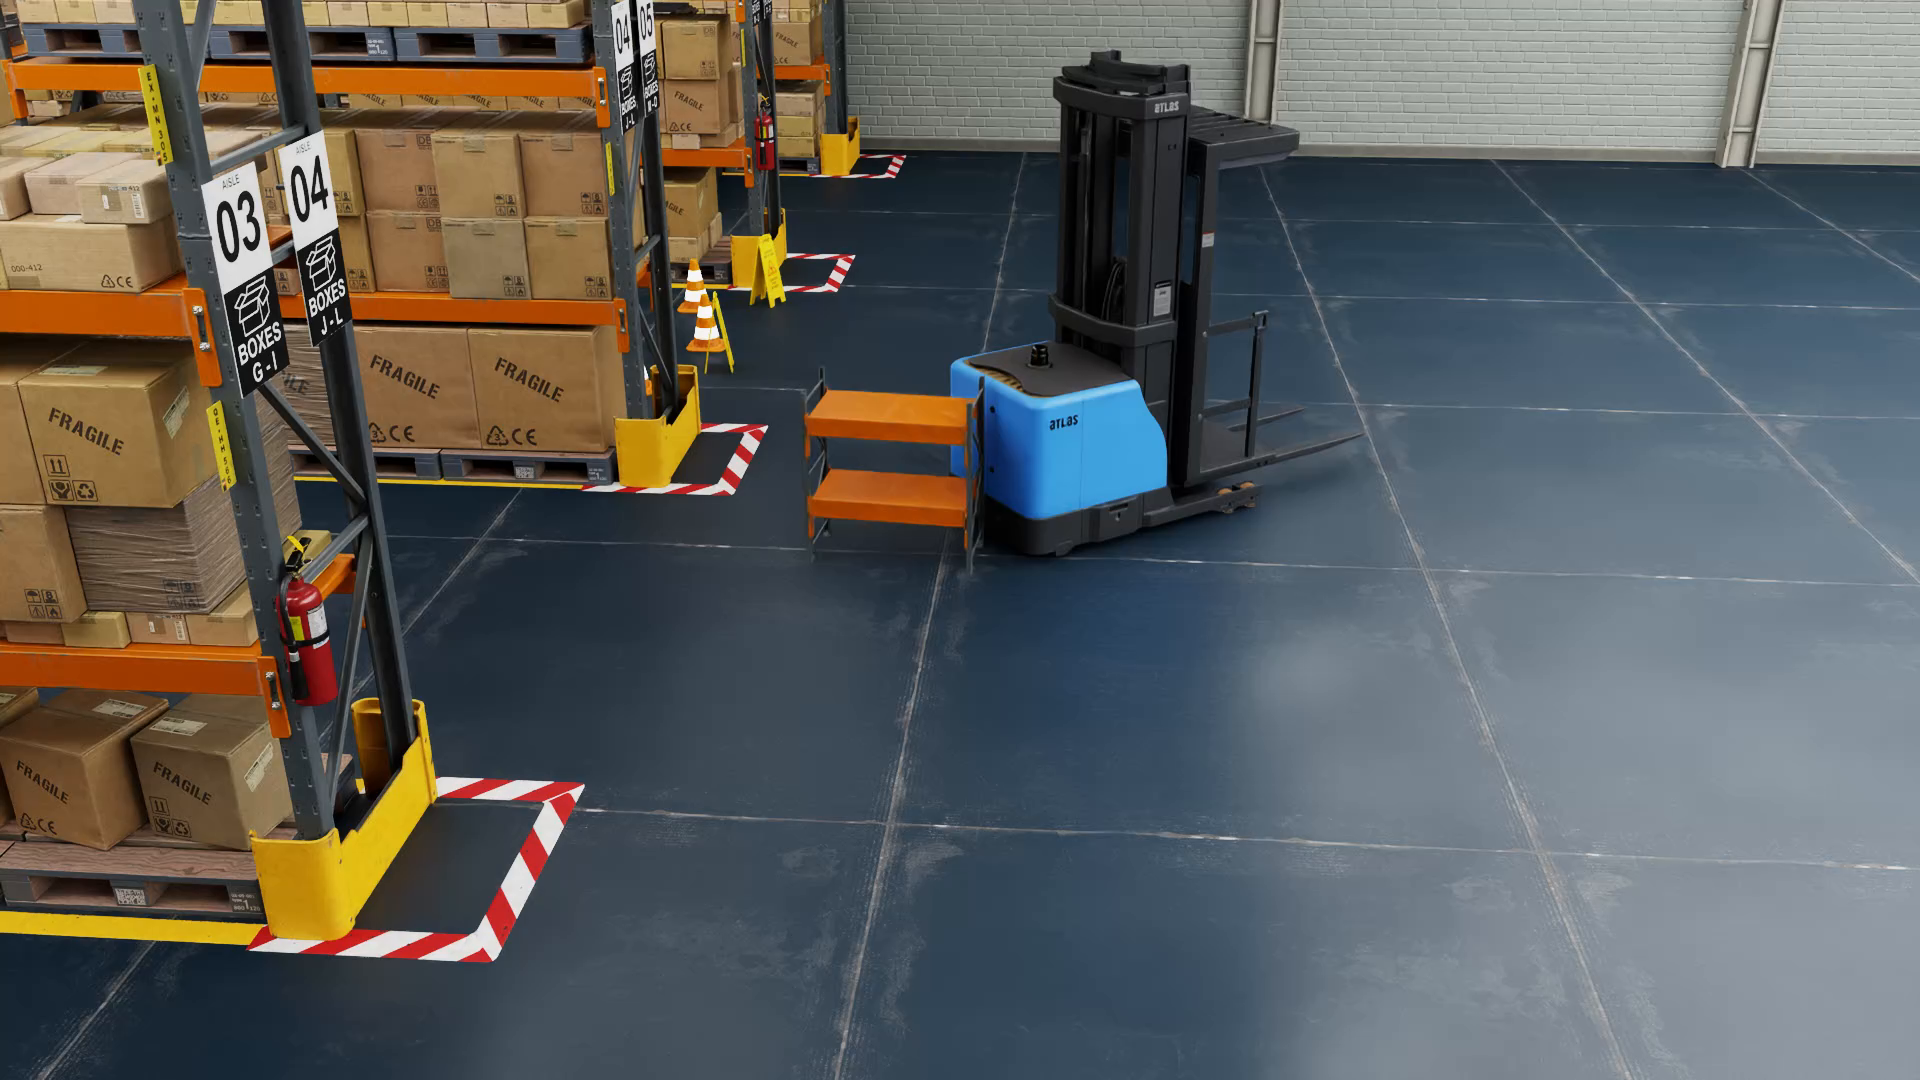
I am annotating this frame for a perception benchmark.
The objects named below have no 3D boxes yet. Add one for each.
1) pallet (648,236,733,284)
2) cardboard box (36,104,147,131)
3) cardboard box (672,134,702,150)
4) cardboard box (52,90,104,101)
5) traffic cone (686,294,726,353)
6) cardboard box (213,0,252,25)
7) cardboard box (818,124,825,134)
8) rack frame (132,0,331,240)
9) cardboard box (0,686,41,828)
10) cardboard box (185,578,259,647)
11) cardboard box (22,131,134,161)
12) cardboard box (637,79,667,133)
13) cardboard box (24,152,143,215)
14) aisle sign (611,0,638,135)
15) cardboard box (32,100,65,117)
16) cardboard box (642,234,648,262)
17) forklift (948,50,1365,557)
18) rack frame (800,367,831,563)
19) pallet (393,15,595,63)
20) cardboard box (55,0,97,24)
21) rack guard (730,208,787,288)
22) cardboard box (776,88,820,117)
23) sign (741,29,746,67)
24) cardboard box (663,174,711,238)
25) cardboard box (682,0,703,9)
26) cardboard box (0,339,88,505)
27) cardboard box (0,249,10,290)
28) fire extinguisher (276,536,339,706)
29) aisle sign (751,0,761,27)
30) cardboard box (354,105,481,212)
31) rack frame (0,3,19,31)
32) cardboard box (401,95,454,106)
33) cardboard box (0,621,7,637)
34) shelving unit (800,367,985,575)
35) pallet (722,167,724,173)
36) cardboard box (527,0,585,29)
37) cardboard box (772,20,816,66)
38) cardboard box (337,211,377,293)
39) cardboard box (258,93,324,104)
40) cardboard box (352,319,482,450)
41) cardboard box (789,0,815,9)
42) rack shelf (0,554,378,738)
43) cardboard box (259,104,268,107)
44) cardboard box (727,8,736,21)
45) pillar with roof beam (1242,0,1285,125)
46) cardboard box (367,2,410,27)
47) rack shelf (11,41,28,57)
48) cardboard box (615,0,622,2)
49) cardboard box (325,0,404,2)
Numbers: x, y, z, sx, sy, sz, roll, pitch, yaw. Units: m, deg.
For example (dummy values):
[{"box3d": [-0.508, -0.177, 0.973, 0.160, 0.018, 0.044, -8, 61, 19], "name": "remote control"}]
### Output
[{"box3d": [-2.792, -2.813, 16.612, 1.213, 0.211, 1.003, 2, 25, 4], "name": "pallet"}, {"box3d": [-5.810, -2.631, 11.409, 0.550, 0.550, 0.875, 2, 25, 4], "name": "cardboard box"}, {"box3d": [-2.559, -3.808, 15.737, 0.250, 0.149, 0.380, 2, 25, 3], "name": "cardboard box"}, {"box3d": [-8.404, -4.525, 16.019, 0.500, 0.500, 0.500, 2, 25, 5], "name": "cardboard box"}, {"box3d": [-2.182, -1.887, 14.298, 0.334, 0.463, 0.336, 2, 25, 4], "name": "traffic cone"}, {"box3d": [-4.568, -3.390, 10.619, 0.250, 0.149, 0.380, 2, 25, 4], "name": "cardboard box"}, {"box3d": [-2.007, -5.145, 21.129, 0.500, 0.250, 0.500, 2, 25, 4], "name": "cardboard box"}, {"box3d": [-2.667, -2.632, 5.705, 0.127, 3.000, 1.000, 2, 25, 4], "name": "rack frame"}, {"box3d": [-4.510, 0.978, 7.523, 0.500, 0.500, 0.500, 4, 25, 9], "name": "cardboard box"}, {"box3d": [-2.967, 0.284, 6.844, 0.250, 0.149, 0.380, 2, 25, 4], "name": "cardboard box"}, {"box3d": [-3.436, -1.493, 6.520, 0.250, 0.149, 0.380, 1, 25, 3], "name": "cardboard box"}, {"box3d": [-2.970, -4.138, 15.679, 0.500, 0.500, 0.500, 2, 25, 4], "name": "cardboard box"}, {"box3d": [-3.218, -1.318, 6.141, 0.250, 0.149, 0.380, 1, 25, 2], "name": "cardboard box"}, {"box3d": [-2.139, -3.024, 10.624, 0.004, 0.787, 0.394, 2, 25, 4], "name": "aisle sign"}, {"box3d": [-8.754, -4.213, 16.116, 0.250, 0.149, 0.380, 2, 25, 4], "name": "cardboard box"}, {"box3d": [-3.251, -2.912, 16.278, 0.500, 0.250, 0.500, 2, 25, 4], "name": "cardboard box"}, {"box3d": [1.444, -1.678, 10.890, 3.031, 2.935, 1.130, -15, 29, -29], "name": "forklift"}, {"box3d": [-0.905, -0.471, 10.427, 0.032, 1.125, 0.500, 4, 25, 9], "name": "rack frame"}, {"box3d": [-2.927, -3.312, 10.878, 1.213, 0.211, 1.003, 2, 25, 4], "name": "pallet"}, {"box3d": [-5.580, -3.423, 10.690, 0.250, 0.149, 0.380, 2, 25, 4], "name": "cardboard box"}, {"box3d": [-1.984, -2.904, 16.463, 0.348, 0.500, 1.175, 2, 25, 4], "name": "rack guard"}, {"box3d": [-2.015, -5.387, 20.459, 0.500, 0.250, 0.500, 3, 25, 6], "name": "cardboard box"}, {"box3d": [-1.971, -4.476, 15.125, 0.005, 0.325, 0.100, 2, 25, 4], "name": "sign"}, {"box3d": [-2.727, -3.236, 16.085, 0.500, 0.500, 0.500, 2, 25, 4], "name": "cardboard box"}, {"box3d": [-3.186, -6.504, 20.044, 0.250, 0.149, 0.380, 2, 25, 5], "name": "cardboard box"}, {"box3d": [-3.733, -0.470, 6.511, 0.500, 0.500, 0.500, 2, 25, 4], "name": "cardboard box"}, {"box3d": [-3.665, -1.125, 6.199, 0.500, 0.250, 0.500, 2, 25, 4], "name": "cardboard box"}, {"box3d": [-2.588, 0.324, 6.549, 0.183, 0.674, 0.296, 2, 25, 4], "name": "fire extinguisher"}, {"box3d": [-1.869, -5.095, 15.125, 0.004, 0.787, 0.394, 2, 25, 4], "name": "aisle sign"}, {"box3d": [-3.657, -2.611, 11.365, 0.550, 0.550, 0.875, 2, 25, 4], "name": "cardboard box"}, {"box3d": [-6.175, -4.824, 10.468, 0.127, 3.000, 1.000, 2, 25, 4], "name": "rack frame"}, {"box3d": [-4.977, -4.209, 15.833, 0.500, 0.500, 0.500, 2, 25, 4], "name": "cardboard box"}, {"box3d": [-3.964, 0.250, 6.919, 0.250, 0.149, 0.380, 2, 25, 4], "name": "cardboard box"}, {"box3d": [-0.404, -0.434, 10.348, 1.048, 1.125, 0.538, 4, 25, 9], "name": "shelving unit"}, {"box3d": [-3.511, -4.886, 21.117, 1.213, 0.211, 1.003, 2, 25, 4], "name": "pallet"}, {"box3d": [-2.544, -3.325, 10.477, 0.250, 0.149, 0.380, 2, 25, 4], "name": "cardboard box"}, {"box3d": [-2.043, -6.058, 20.207, 0.500, 0.500, 0.500, 1, 25, 3], "name": "cardboard box"}, {"box3d": [-4.190, -2.110, 11.568, 0.500, 0.550, 0.875, 2, 25, 4], "name": "cardboard box"}, {"box3d": [-6.375, -4.455, 15.866, 0.500, 0.500, 0.500, 1, 25, 3], "name": "cardboard box"}, {"box3d": [-3.745, -1.218, 11.847, 0.875, 0.875, 0.875, 1, 25, 3], "name": "cardboard box"}, {"box3d": [-1.905, -6.505, 20.047, 0.250, 0.149, 0.380, 2, 25, 4], "name": "cardboard box"}, {"box3d": [-4.661, 0.356, 7.248, 4.000, 0.370, 1.077, 2, 25, 4], "name": "rack shelf"}, {"box3d": [-6.693, -4.159, 15.998, 0.250, 0.149, 0.380, 1, 25, 2], "name": "cardboard box"}, {"box3d": [-2.657, -6.383, 20.137, 0.250, 0.149, 0.380, 2, 25, 4], "name": "cardboard box"}, {"box3d": [3.495, -7.243, 15.725, 0.400, 9.000, 9.100, 2, 25, 4], "name": "pillar with roof beam"}, {"box3d": [-3.559, -3.357, 10.548, 0.250, 0.149, 0.380, 1, 25, 3], "name": "cardboard box"}, {"box3d": [-8.169, -3.198, 11.385, 4.000, 0.370, 1.077, 2, 25, 4], "name": "rack shelf"}, {"box3d": [-4.193, -6.552, 20.149, 0.250, 0.149, 0.380, 1, 25, 3], "name": "cardboard box"}, {"box3d": [-3.695, -3.568, 10.530, 0.500, 0.250, 0.500, 2, 25, 4], "name": "cardboard box"}]
